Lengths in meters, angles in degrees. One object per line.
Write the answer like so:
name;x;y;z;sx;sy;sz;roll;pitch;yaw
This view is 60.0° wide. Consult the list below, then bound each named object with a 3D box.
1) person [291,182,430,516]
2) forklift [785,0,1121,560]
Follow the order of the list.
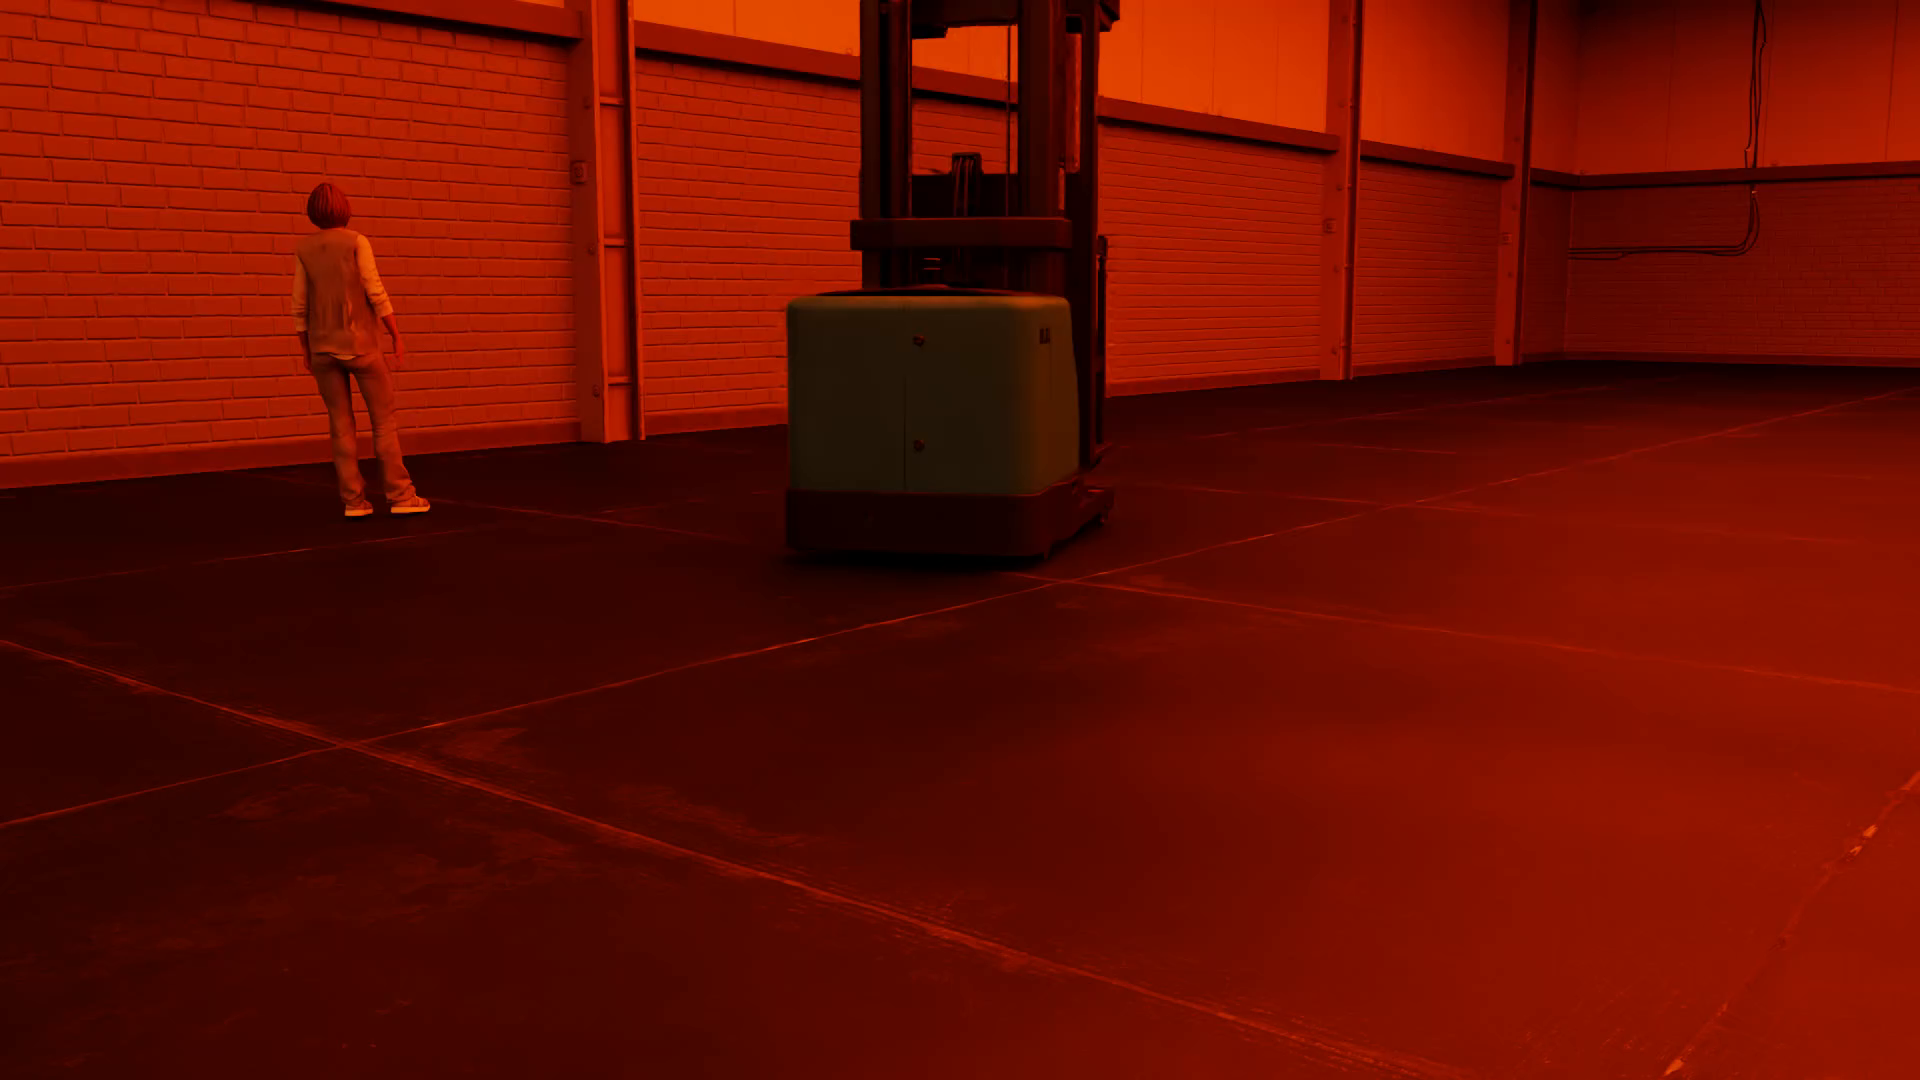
person;-2.922;-0.908;8.047;0.519;1.597;0.476;1;8;4
forklift;0.140;-1.542;7.816;1.130;2.935;3.031;2;9;14
